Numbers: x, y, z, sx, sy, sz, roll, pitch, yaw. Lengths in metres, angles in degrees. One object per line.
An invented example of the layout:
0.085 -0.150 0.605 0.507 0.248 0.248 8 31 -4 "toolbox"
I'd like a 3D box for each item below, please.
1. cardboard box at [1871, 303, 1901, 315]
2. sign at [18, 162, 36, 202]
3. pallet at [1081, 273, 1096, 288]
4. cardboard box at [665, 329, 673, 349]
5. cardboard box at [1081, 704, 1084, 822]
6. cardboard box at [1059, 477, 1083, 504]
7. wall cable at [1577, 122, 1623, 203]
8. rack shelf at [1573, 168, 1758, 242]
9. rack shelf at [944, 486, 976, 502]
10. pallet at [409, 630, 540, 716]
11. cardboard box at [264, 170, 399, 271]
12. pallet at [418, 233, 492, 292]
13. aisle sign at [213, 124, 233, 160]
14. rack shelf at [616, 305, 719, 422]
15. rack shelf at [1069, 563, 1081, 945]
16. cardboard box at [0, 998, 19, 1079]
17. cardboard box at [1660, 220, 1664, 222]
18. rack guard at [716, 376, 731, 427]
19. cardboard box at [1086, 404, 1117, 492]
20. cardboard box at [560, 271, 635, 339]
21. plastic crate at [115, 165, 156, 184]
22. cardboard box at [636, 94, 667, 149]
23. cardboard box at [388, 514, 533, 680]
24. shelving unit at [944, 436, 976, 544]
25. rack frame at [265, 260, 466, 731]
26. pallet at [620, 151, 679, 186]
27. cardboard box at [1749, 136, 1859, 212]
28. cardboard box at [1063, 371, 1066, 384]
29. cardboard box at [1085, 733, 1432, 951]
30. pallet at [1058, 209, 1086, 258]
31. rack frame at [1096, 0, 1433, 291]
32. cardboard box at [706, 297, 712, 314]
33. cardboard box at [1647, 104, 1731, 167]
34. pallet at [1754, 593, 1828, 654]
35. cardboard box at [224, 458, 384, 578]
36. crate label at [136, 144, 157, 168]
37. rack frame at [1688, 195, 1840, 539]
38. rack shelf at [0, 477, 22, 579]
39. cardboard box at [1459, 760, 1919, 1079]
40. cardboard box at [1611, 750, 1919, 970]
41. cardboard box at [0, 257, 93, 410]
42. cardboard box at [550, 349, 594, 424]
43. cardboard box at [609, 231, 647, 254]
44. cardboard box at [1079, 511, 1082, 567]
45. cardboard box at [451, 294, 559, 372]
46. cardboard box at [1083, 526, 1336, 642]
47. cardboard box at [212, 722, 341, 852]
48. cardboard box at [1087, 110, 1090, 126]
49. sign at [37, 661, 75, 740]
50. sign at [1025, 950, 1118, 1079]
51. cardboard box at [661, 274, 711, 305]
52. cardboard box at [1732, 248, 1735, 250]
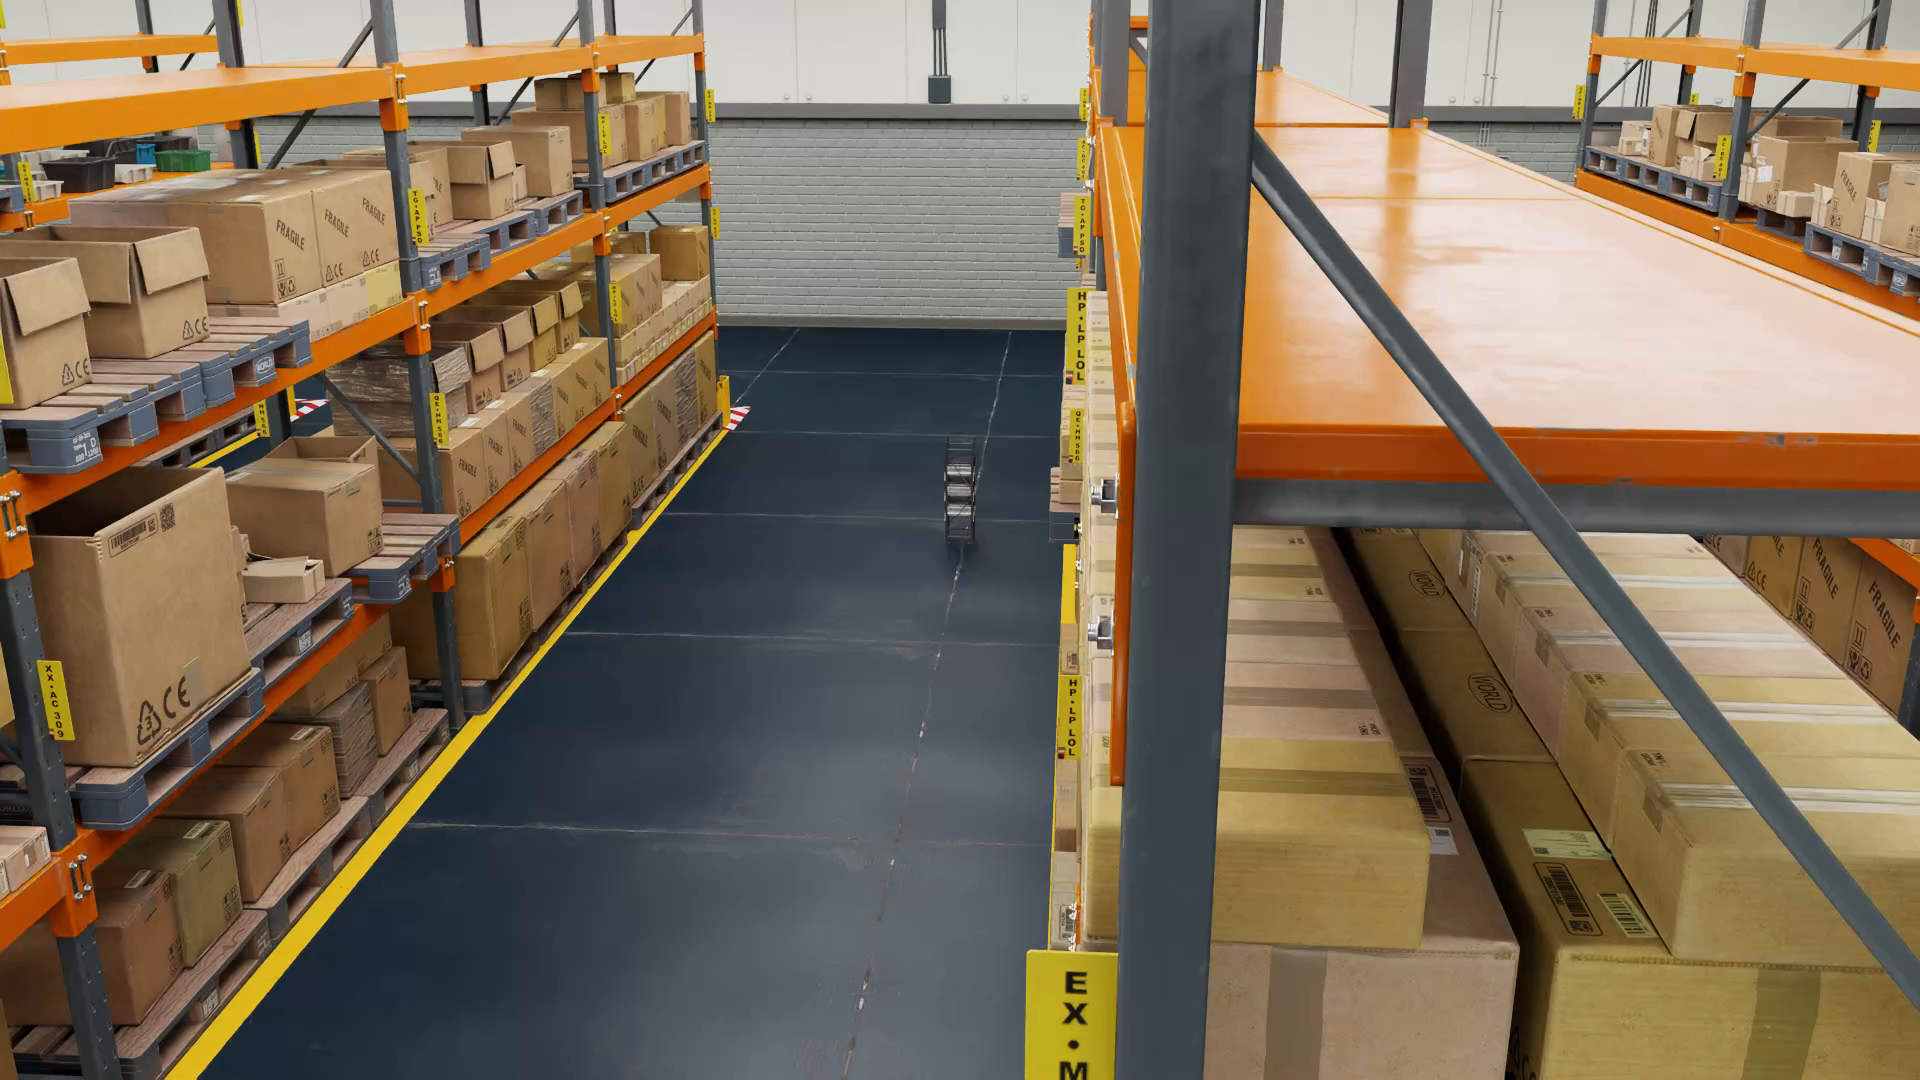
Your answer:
6.651 -1.466 12.314 0.500 0.500 0.500 2 18 5 "cardboard box"
-7.813 -2.997 13.921 0.100 0.325 0.005 1 18 4 "sign"
1.238 -1.220 8.815 1.213 0.211 1.003 2 18 6 "pallet"
-2.959 -1.919 15.866 0.380 0.149 0.250 1 18 2 "cardboard box"
0.417 0.419 3.078 0.380 0.149 0.250 1 18 3 "cardboard box"
0.808 -0.329 10.339 0.380 0.149 0.250 2 18 5 "cardboard box"
8.546 -4.697 22.310 0.588 1.984 0.122 1 18 4 "wall cable"
6.606 -2.953 14.957 1.077 0.370 4.000 1 18 4 "rack shelf"
0.001 -0.398 14.301 0.258 0.077 0.200 1 18 4 "rack shelf"
-3.577 0.854 11.477 1.003 0.211 1.213 1 18 4 "pallet"
-3.493 -1.784 9.270 0.500 0.500 0.500 2 18 5 "cardboard box"
-3.715 -1.764 10.476 1.213 0.211 1.003 2 18 6 "pallet"
-7.778 -4.074 17.864 0.394 0.787 0.004 1 18 4 "aisle sign"
-3.278 -1.749 16.099 1.077 0.370 4.000 1 18 4 "rack shelf"
1.088 0.878 8.083 1.077 0.370 4.000 1 18 4 "rack shelf"
-4.064 2.126 6.456 0.500 0.500 0.500 1 18 2 "cardboard box"
6.995 -3.045 16.089 0.380 0.149 0.250 1 18 3 "cardboard box"
-3.133 -1.532 18.295 1.175 0.500 0.348 1 18 4 "rack guard"
0.471 -0.197 3.678 0.380 0.149 0.250 1 18 4 "cardboard box"
-3.132 -2.039 14.388 0.500 0.500 0.500 1 18 4 "cardboard box"
-7.976 -3.476 15.819 0.437 0.136 0.530 1 18 4 "plastic crate"
-3.279 -4.097 16.298 0.700 0.500 0.500 1 18 2 "cardboard box"
-3.638 0.369 11.218 1.225 0.875 0.875 0 18 1 "cardboard box"
0.001 -0.430 14.291 0.258 0.900 0.210 1 18 4 "shelving unit"
-3.708 -0.228 10.300 1.000 3.000 0.127 1 18 4 "rack frame"
-3.263 -3.485 15.566 1.003 0.211 1.213 1 18 4 "pallet"
6.110 -2.654 12.053 0.500 0.500 0.500 1 18 3 "cardboard box"
0.924 -1.093 11.715 0.380 0.149 0.250 2 18 6 "cardboard box"
0.344 0.355 1.993 0.380 0.149 0.250 1 18 4 "cardboard box"
1.296 -2.152 11.659 1.213 0.211 1.003 1 18 4 "pallet"
0.945 -1.694 5.141 1.000 3.000 0.127 1 18 4 "rack frame"
-2.832 -2.475 17.562 0.380 0.149 0.250 2 18 5 "cardboard box"
6.455 -3.588 14.744 0.500 0.500 0.500 2 18 5 "cardboard box"
6.398 0.698 11.955 1.003 0.211 1.213 1 18 4 "pallet"
-3.648 -0.130 9.169 0.700 0.500 0.500 4 19 12 "cardboard box"
-8.464 -3.898 16.924 0.408 0.251 0.502 1 18 4 "crate label"
6.463 -1.249 13.416 1.000 3.000 0.127 1 18 4 "rack frame"
-4.139 0.552 4.258 1.077 0.370 4.000 1 18 4 "rack shelf"
0.949 0.512 2.153 0.500 0.250 0.500 1 18 4 "cardboard box"
0.999 0.371 1.945 0.380 0.149 0.250 1 18 5 "cardboard box"
-3.863 -0.803 6.399 0.797 0.503 0.637 0 18 1 "cardboard box"
-3.225 -1.212 13.146 0.500 0.500 0.500 2 18 6 "cardboard box"
-3.475 -2.840 16.833 0.500 0.500 0.500 1 18 3 "cardboard box"
0.896 0.158 8.962 0.500 0.500 0.500 1 18 3 "cardboard box"
-3.520 -1.583 12.664 0.797 0.503 0.637 1 18 5 "cardboard box"
0.525 0.031 3.623 0.500 0.250 0.500 1 18 4 "cardboard box"
-3.797 1.309 8.920 0.700 0.500 0.500 3 18 9 "cardboard box"
1.408 -4.019 15.851 0.380 0.149 0.250 2 18 5 "cardboard box"
-3.453 0.613 6.344 0.100 0.325 0.005 1 18 4 "sign"
0.118 0.574 1.741 0.100 0.325 0.005 1 18 4 "sign"
-2.905 -2.626 17.382 0.500 0.250 0.500 1 18 3 "cardboard box"
6.802 -2.408 14.146 0.380 0.149 0.250 1 18 4 "cardboard box"
